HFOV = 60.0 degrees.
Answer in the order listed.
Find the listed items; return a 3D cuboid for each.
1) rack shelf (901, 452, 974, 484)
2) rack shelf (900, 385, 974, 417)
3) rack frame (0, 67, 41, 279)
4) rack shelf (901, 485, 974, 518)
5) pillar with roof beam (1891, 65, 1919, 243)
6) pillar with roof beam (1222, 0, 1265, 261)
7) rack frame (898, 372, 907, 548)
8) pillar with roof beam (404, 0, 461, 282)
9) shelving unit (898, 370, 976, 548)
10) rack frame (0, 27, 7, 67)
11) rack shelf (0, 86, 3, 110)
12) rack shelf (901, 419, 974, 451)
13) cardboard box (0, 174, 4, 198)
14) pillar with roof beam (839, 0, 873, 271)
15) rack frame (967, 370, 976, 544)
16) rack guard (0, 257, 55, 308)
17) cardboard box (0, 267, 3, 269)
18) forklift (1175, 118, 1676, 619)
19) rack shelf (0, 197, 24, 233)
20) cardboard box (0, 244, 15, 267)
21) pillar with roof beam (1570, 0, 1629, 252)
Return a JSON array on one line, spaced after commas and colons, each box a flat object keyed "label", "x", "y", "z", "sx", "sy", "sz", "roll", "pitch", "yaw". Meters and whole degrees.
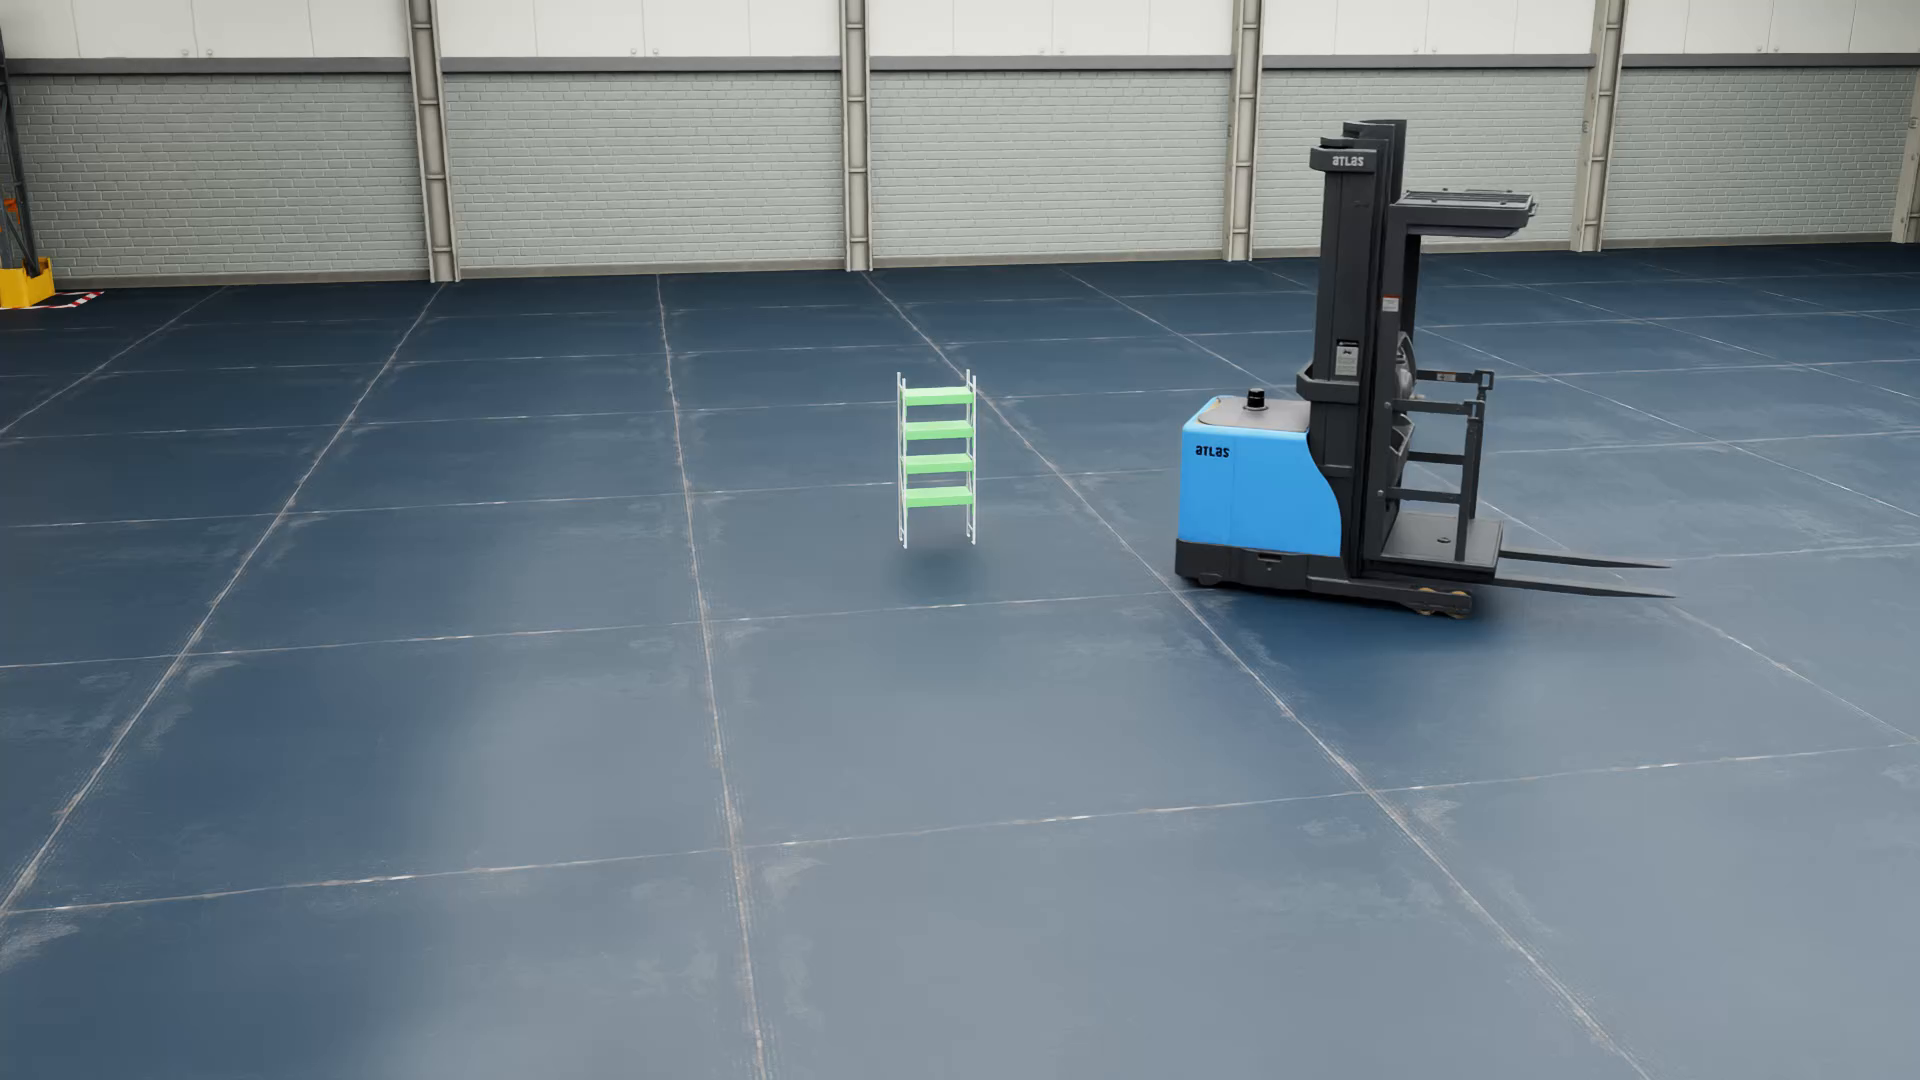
[{"label": "rack shelf", "x": -0.163, "y": -0.503, "z": 11.624, "sx": 0.480, "sy": 0.148, "sz": 0.258, "roll": -3, "pitch": 17, "yaw": -10}, {"label": "rack shelf", "x": -0.163, "y": -0.962, "z": 11.483, "sx": 0.480, "sy": 0.148, "sz": 0.258, "roll": -3, "pitch": 17, "yaw": -10}, {"label": "rack frame", "x": -12.461, "y": -4.626, "z": 21.763, "sx": 0.127, "sy": 3.000, "sz": 1.000, "roll": -3, "pitch": 17, "yaw": -10}, {"label": "rack shelf", "x": -0.163, "y": -0.274, "z": 11.695, "sx": 0.480, "sy": 0.148, "sz": 0.258, "roll": -3, "pitch": 17, "yaw": -10}, {"label": "pillar with roof beam", "x": 16.957, "y": -8.144, "z": 23.002, "sx": 0.400, "sy": 9.000, "sz": 9.100, "roll": -3, "pitch": 17, "yaw": -10}, {"label": "pillar with roof beam", "x": 5.175, "y": -7.476, "z": 20.826, "sx": 0.400, "sy": 9.000, "sz": 9.100, "roll": -3, "pitch": 17, "yaw": -10}, {"label": "rack frame", "x": -0.402, "y": -0.551, "z": 11.561, "sx": 0.015, "sy": 1.200, "sz": 0.240, "roll": -3, "pitch": 17, "yaw": -10}, {"label": "pillar with roof beam", "x": -6.607, "y": -6.808, "z": 18.650, "sx": 0.400, "sy": 9.000, "sz": 9.100, "roll": -3, "pitch": 17, "yaw": -10}, {"label": "shelving unit", "x": -0.163, "y": -0.564, "z": 11.606, "sx": 0.503, "sy": 1.200, "sz": 0.258, "roll": -3, "pitch": 17, "yaw": -10}, {"label": "rack frame", "x": -12.461, "y": -7.494, "z": 20.883, "sx": 0.127, "sy": 3.000, "sz": 1.000, "roll": -3, "pitch": 17, "yaw": -10}, {"label": "rack shelf", "x": -14.424, "y": -5.604, "z": 21.066, "sx": 4.000, "sy": 0.370, "sz": 1.077, "roll": -3, "pitch": 17, "yaw": -10}, {"label": "rack shelf", "x": -0.163, "y": -0.733, "z": 11.554, "sx": 0.480, "sy": 0.148, "sz": 0.258, "roll": -3, "pitch": 17, "yaw": -10}, {"label": "cardboard box", "x": -13.000, "y": -4.726, "z": 21.919, "sx": 0.500, "sy": 0.500, "sz": 0.500, "roll": -3, "pitch": 17, "yaw": -9}, {"label": "pillar with roof beam", "x": -0.716, "y": -7.142, "z": 19.738, "sx": 0.400, "sy": 9.000, "sz": 9.100, "roll": -3, "pitch": 17, "yaw": -10}, {"label": "rack frame", "x": 0.077, "y": -0.578, "z": 11.650, "sx": 0.015, "sy": 1.200, "sz": 0.240, "roll": -3, "pitch": 17, "yaw": -10}, {"label": "rack guard", "x": -12.437, "y": -3.432, "z": 22.135, "sx": 0.348, "sy": 0.500, "sz": 1.175, "roll": -3, "pitch": 17, "yaw": -10}, {"label": "cardboard box", "x": -12.980, "y": -3.541, "z": 22.200, "sx": 0.500, "sy": 0.250, "sz": 0.500, "roll": -3, "pitch": 17, "yaw": -10}, {"label": "forklift", "x": 2.977, "y": -1.094, "z": 10.381, "sx": 3.031, "sy": 2.935, "sz": 1.130, "roll": 6, "pitch": 18, "yaw": 19}, {"label": "rack shelf", "x": -14.424, "y": -4.170, "z": 21.506, "sx": 4.000, "sy": 0.370, "sz": 1.077, "roll": -3, "pitch": 17, "yaw": -10}, {"label": "cardboard box", "x": -12.962, "y": -3.785, "z": 22.142, "sx": 0.500, "sy": 0.250, "sz": 0.500, "roll": -3, "pitch": 17, "yaw": -9}, {"label": "pillar with roof beam", "x": 11.066, "y": -7.810, "z": 21.914, "sx": 0.400, "sy": 9.000, "sz": 9.100, "roll": -3, "pitch": 17, "yaw": -10}]
